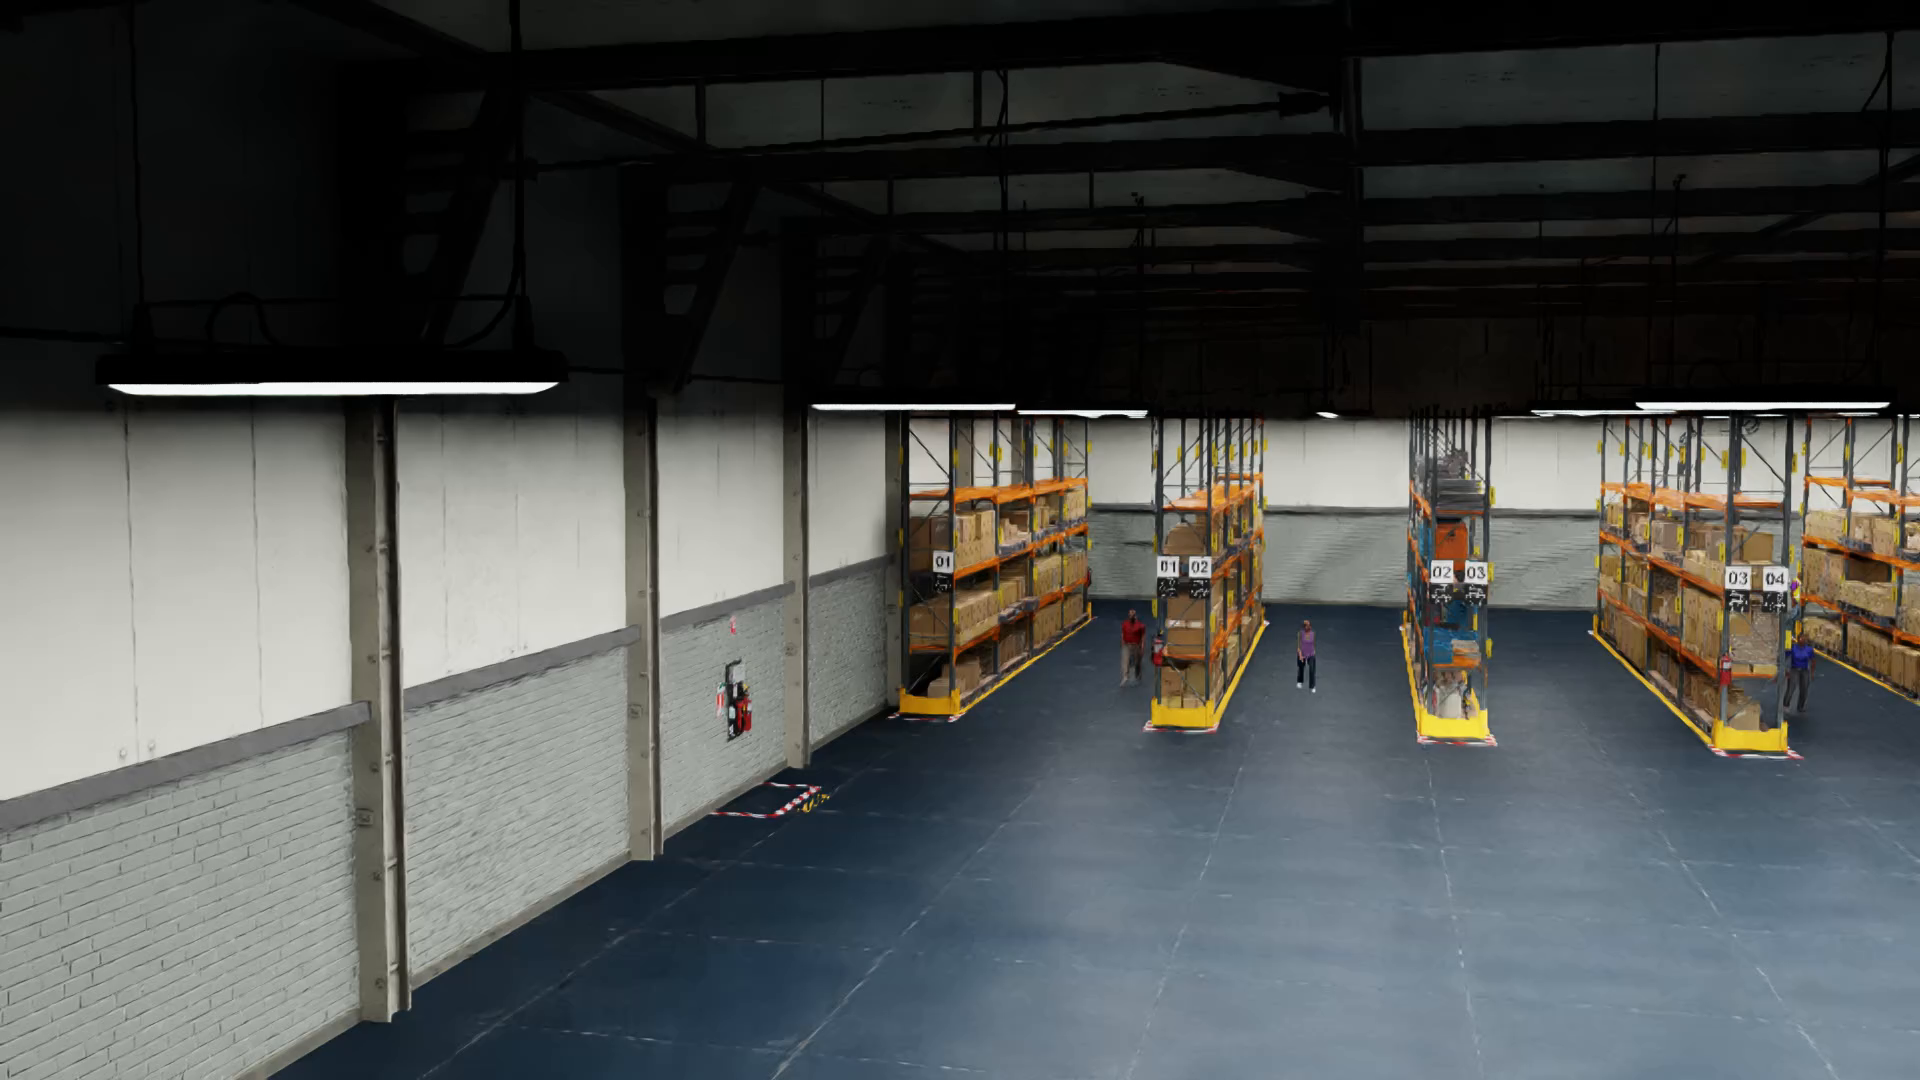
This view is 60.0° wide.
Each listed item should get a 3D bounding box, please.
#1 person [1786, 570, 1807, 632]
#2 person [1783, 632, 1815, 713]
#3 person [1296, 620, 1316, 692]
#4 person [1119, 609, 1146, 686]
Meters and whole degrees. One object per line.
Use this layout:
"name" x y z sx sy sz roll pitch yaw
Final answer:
"person" 22.546 1.622 44.901 0.733 1.757 0.529 -2 5 -27
"person" 16.418 2.593 32.573 0.592 1.604 0.513 1 4 12
"person" 7.323 2.433 35.170 0.440 1.498 1.016 0 4 4
"person" 3.739 2.301 35.937 0.541 1.642 1.114 1 4 13
